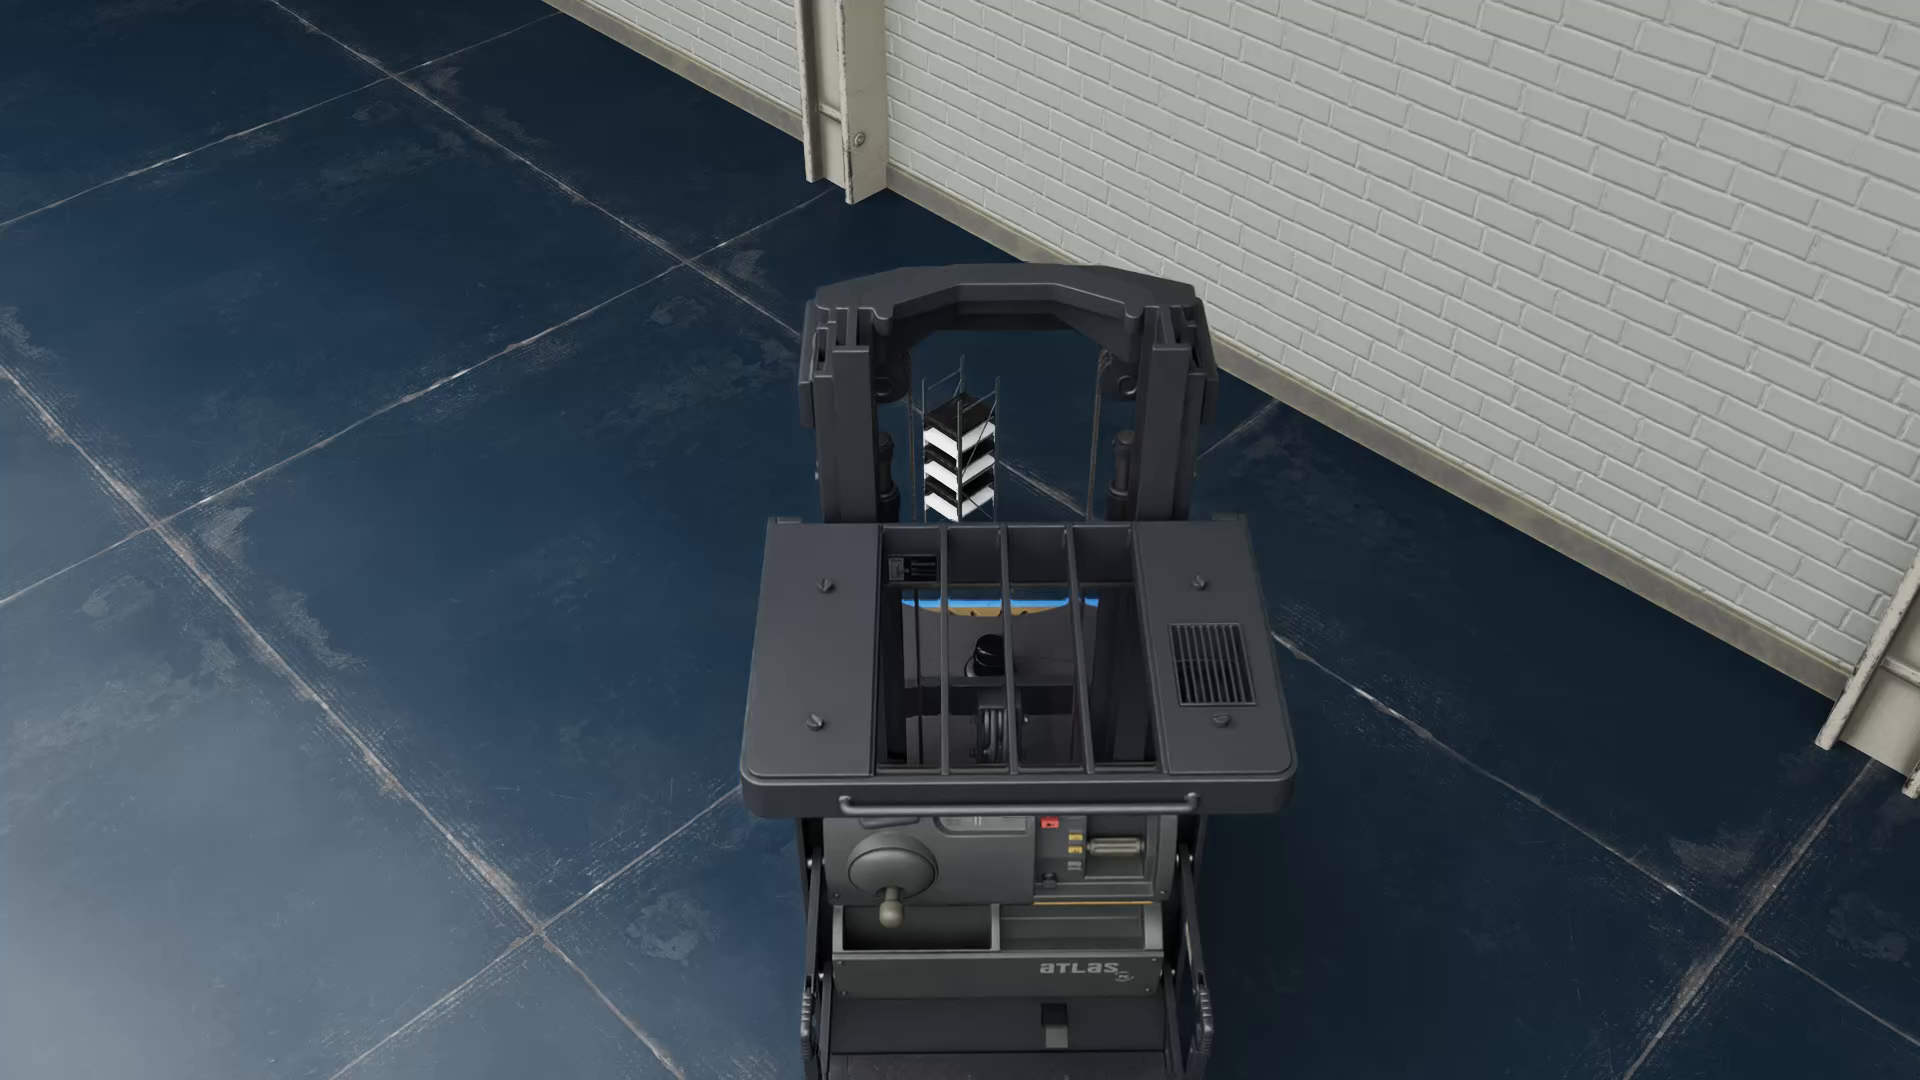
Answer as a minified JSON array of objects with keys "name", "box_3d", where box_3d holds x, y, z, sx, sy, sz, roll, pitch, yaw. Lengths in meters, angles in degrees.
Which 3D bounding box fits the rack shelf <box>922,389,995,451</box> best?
[{"name":"rack shelf","box_3d":[0.006,-0.500,6.897,0.258,0.077,0.200,-34,53,-31]}]

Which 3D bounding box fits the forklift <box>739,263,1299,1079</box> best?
[{"name":"forklift","box_3d":[0.111,0.905,4.228,1.130,2.935,3.031,0,43,0]}]

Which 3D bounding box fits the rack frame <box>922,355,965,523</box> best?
[{"name":"rack frame","box_3d":[-0.066,-0.375,7.111,0.240,0.900,0.006,-34,53,-31]}]

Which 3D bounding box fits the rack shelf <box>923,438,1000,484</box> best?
[{"name":"rack shelf","box_3d":[0.006,-0.368,7.019,0.258,0.077,0.200,-34,53,-31]}]

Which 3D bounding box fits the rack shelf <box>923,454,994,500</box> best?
[{"name":"rack shelf","box_3d":[0.006,-0.302,7.080,0.258,0.077,0.200,-34,53,-31]}]

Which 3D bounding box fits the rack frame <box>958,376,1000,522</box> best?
[{"name":"rack frame","box_3d":[0.078,-0.278,7.005,0.240,0.900,0.006,-34,53,-31]}]

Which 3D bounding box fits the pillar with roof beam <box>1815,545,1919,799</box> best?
[{"name":"pillar with roof beam","box_3d":[0.543,-0.426,1.198,9.100,9.000,0.400,-34,53,-31]}]

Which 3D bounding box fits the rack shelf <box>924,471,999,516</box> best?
[{"name":"rack shelf","box_3d":[0.006,-0.236,7.141,0.258,0.077,0.200,-34,53,-31]}]

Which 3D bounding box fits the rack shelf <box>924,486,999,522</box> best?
[{"name":"rack shelf","box_3d":[0.006,-0.170,7.203,0.258,0.077,0.200,-34,53,-31]}]

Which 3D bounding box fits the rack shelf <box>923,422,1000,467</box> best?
[{"name":"rack shelf","box_3d":[0.006,-0.434,6.958,0.258,0.077,0.200,-34,53,-31]}]

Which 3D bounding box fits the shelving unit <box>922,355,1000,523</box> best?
[{"name":"shelving unit","box_3d":[0.006,-0.327,7.058,0.258,0.900,0.210,-34,53,-31]}]

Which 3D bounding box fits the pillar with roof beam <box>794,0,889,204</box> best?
[{"name":"pillar with roof beam","box_3d":[-3.694,-3.309,4.318,9.100,9.000,0.400,-34,53,-31]}]
